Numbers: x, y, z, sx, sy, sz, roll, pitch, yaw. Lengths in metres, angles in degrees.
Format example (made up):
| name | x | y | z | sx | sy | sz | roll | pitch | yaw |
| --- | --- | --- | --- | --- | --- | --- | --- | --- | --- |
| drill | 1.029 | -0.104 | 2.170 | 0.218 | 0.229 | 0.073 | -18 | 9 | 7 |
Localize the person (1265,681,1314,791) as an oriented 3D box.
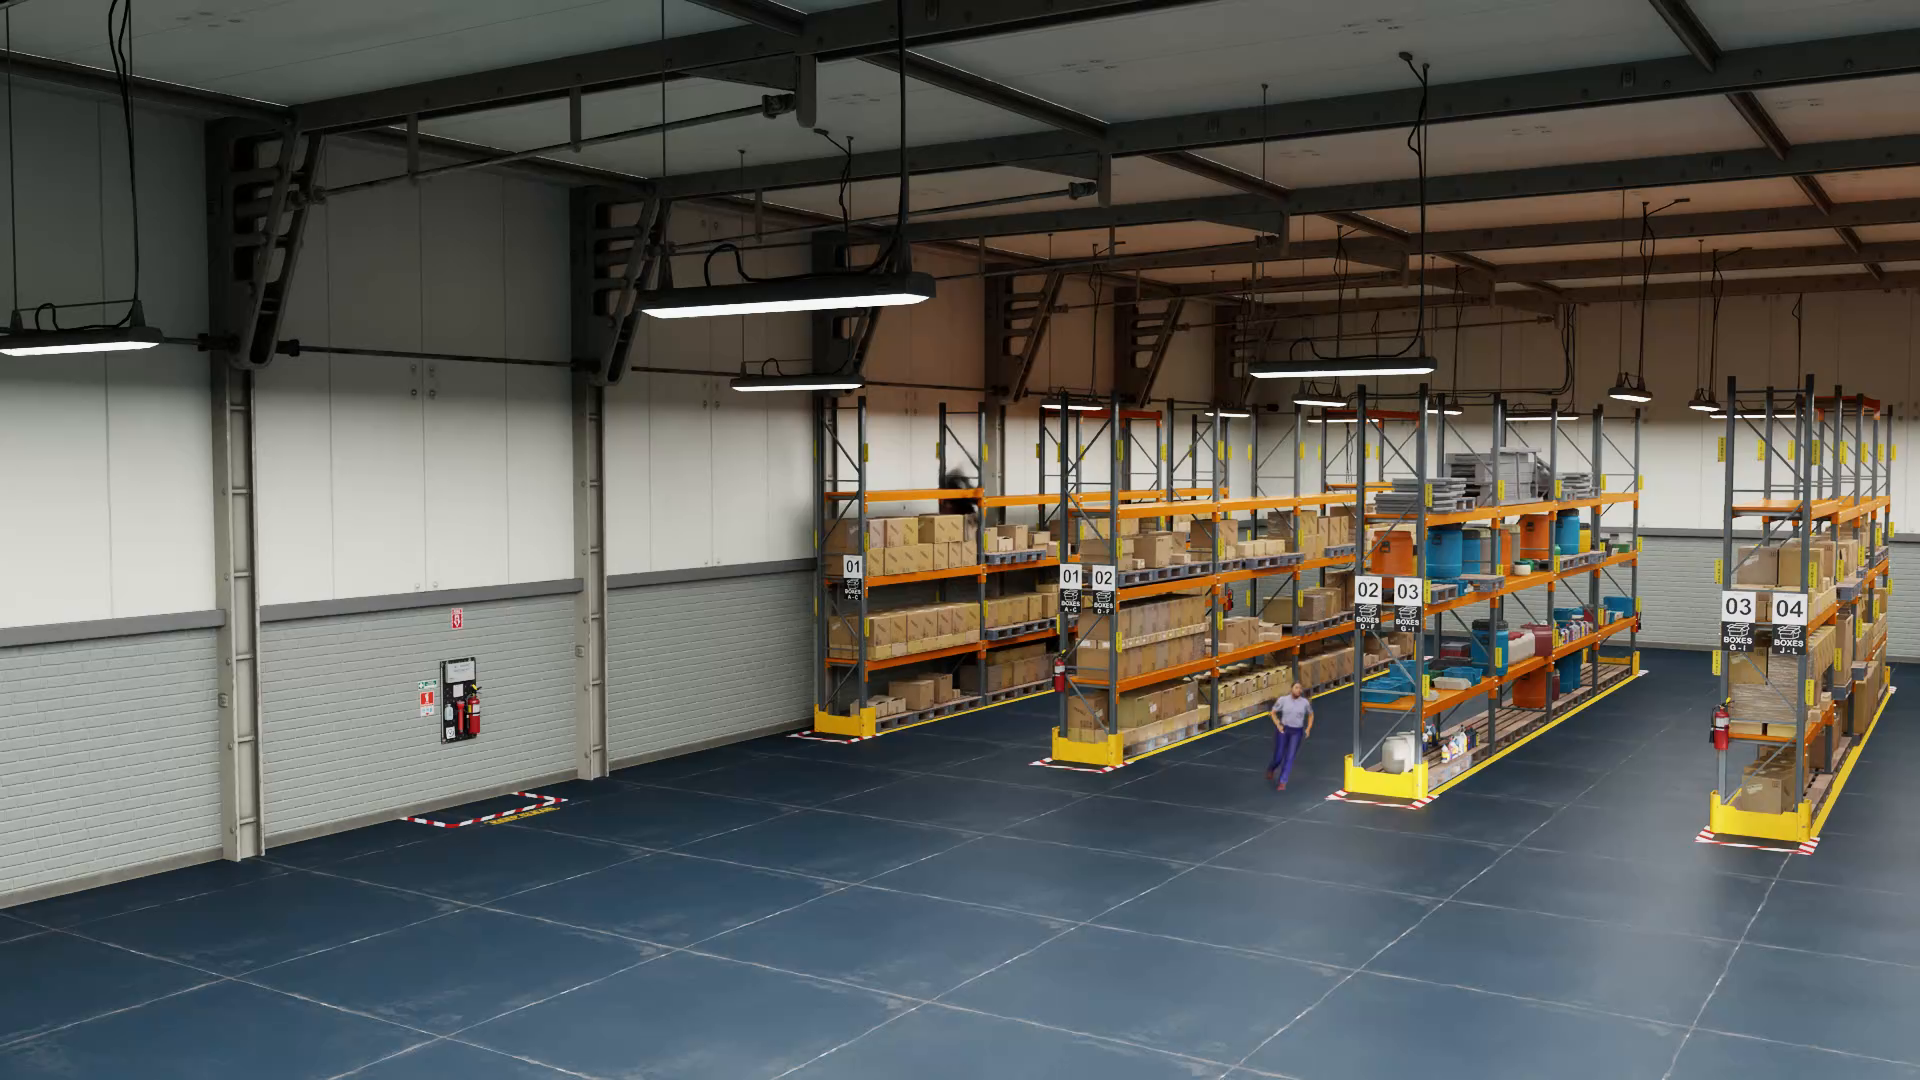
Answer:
| name | x | y | z | sx | sy | sz | roll | pitch | yaw |
| --- | --- | --- | --- | --- | --- | --- | --- | --- | --- |
| person | 4.954 | 2.901 | 24.870 | 0.693 | 1.607 | 0.662 | 0 | 3 | 2 |
